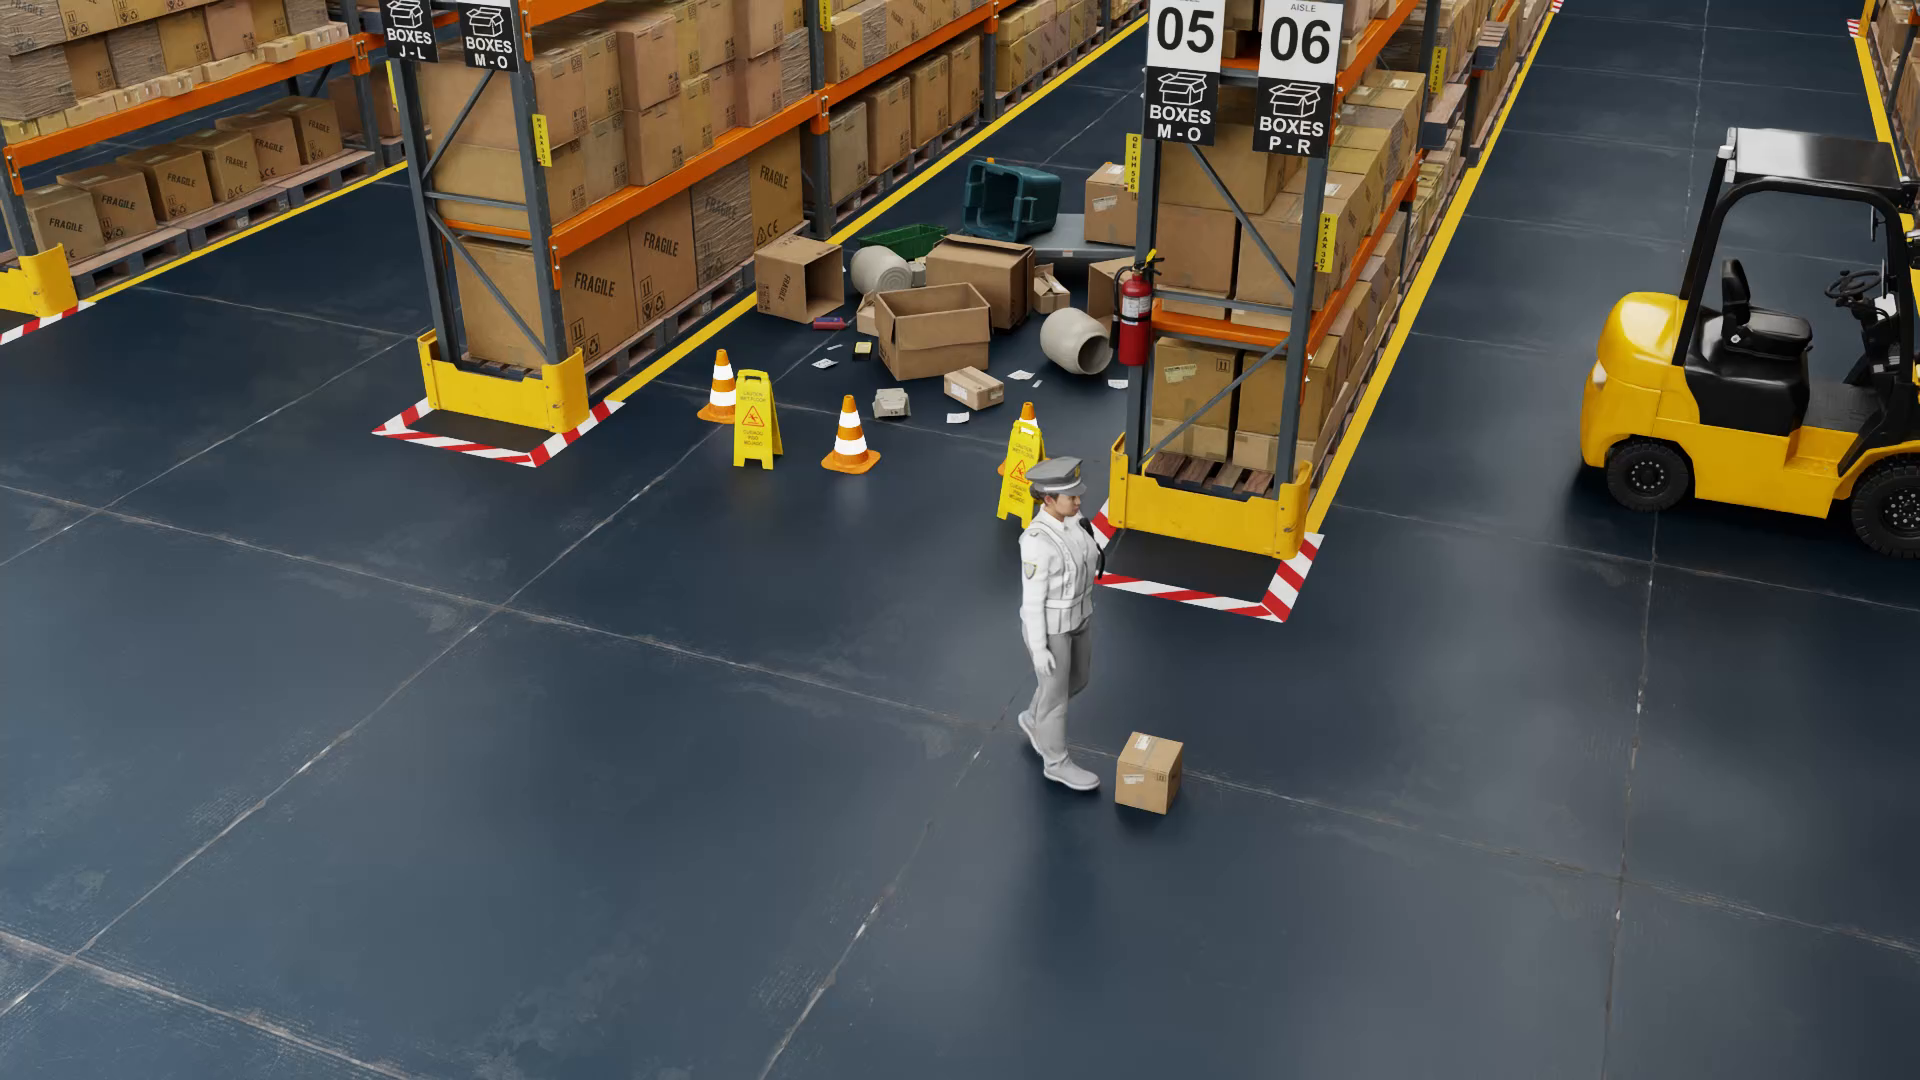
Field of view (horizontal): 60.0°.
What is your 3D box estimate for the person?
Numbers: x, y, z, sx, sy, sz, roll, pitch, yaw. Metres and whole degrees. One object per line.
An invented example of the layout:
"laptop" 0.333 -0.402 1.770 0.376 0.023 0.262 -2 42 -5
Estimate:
"person" 0.455 0.394 7.679 0.521 1.691 0.506 16 33 26
